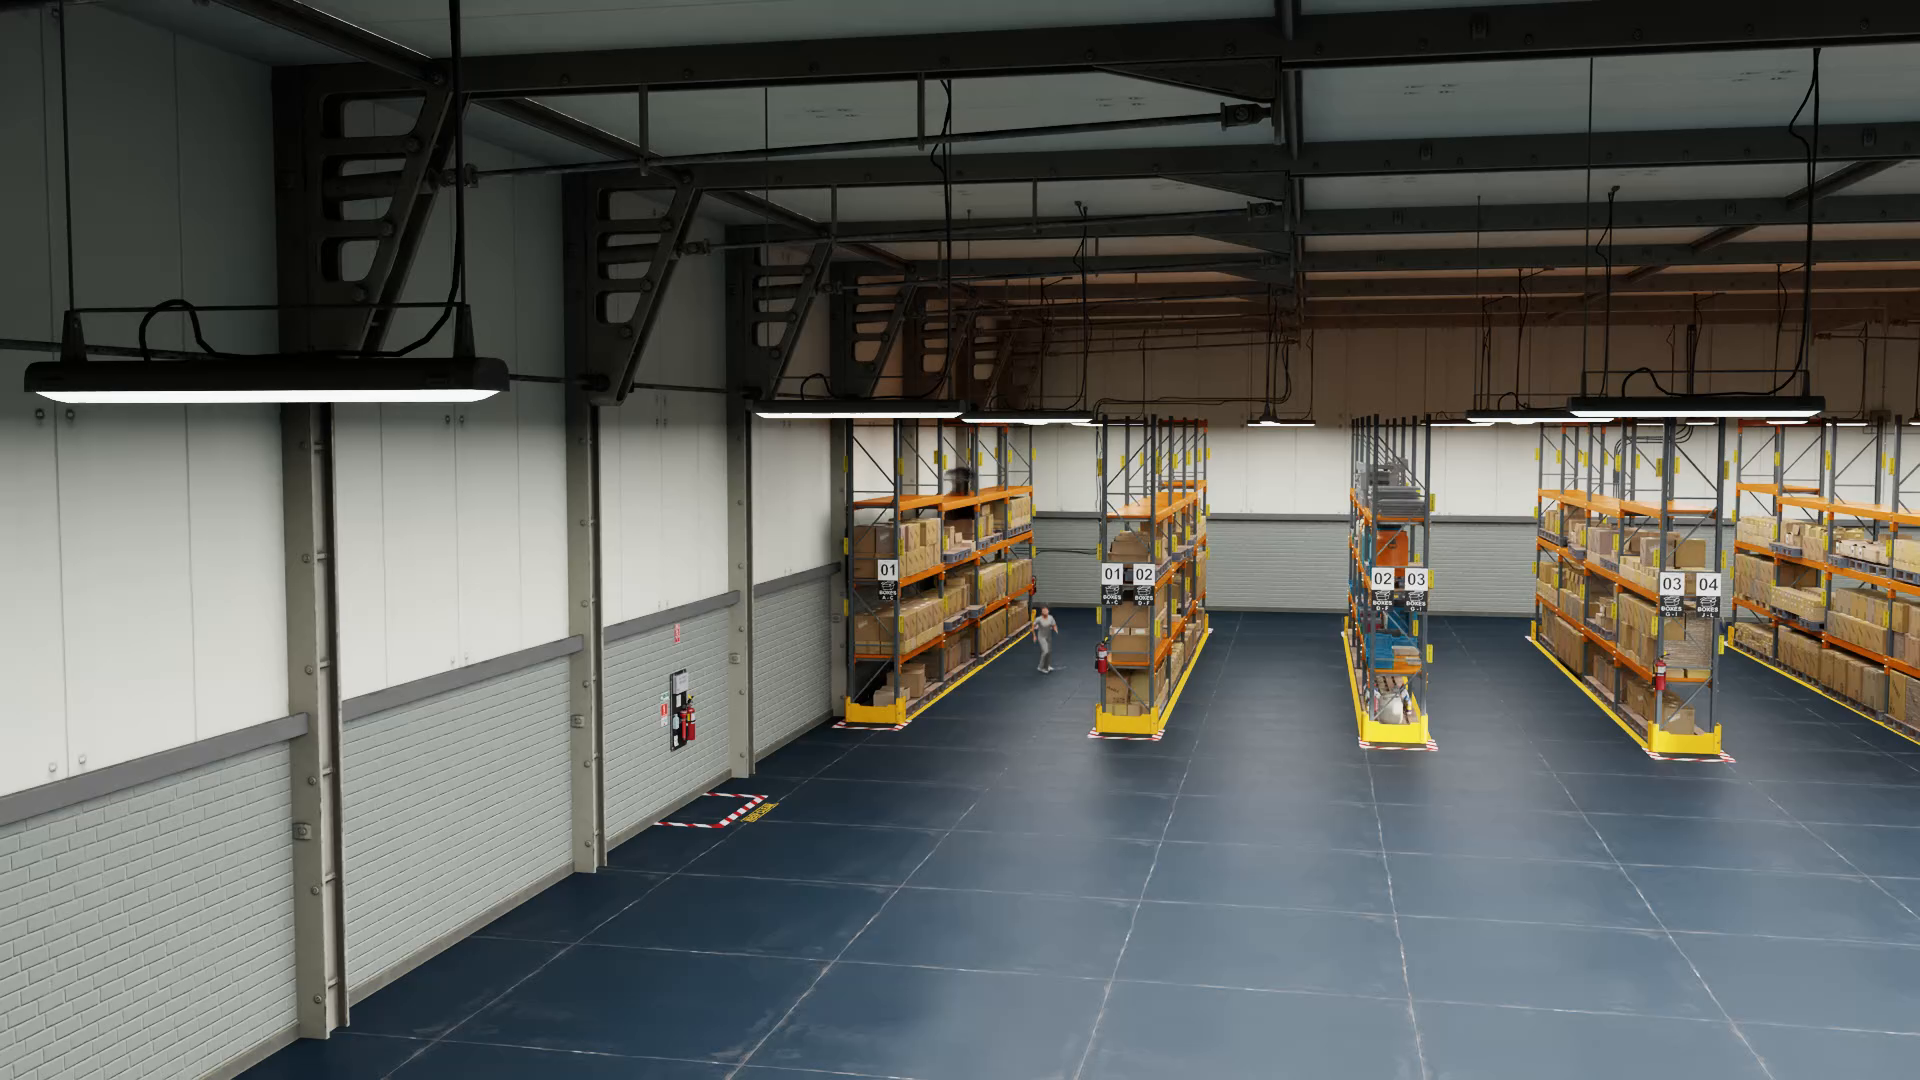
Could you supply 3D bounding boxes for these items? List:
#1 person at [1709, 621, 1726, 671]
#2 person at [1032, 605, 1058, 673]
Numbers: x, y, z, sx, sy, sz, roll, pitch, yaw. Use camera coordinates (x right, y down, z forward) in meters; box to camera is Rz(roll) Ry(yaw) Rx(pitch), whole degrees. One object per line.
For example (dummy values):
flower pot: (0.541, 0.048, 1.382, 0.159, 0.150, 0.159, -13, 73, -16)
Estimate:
person: (17.622, 2.385, 38.916, 0.562, 1.501, 1.022, 2, 4, 27)
person: (2.036, 2.349, 39.205, 0.591, 1.613, 0.779, -2, 5, -33)
